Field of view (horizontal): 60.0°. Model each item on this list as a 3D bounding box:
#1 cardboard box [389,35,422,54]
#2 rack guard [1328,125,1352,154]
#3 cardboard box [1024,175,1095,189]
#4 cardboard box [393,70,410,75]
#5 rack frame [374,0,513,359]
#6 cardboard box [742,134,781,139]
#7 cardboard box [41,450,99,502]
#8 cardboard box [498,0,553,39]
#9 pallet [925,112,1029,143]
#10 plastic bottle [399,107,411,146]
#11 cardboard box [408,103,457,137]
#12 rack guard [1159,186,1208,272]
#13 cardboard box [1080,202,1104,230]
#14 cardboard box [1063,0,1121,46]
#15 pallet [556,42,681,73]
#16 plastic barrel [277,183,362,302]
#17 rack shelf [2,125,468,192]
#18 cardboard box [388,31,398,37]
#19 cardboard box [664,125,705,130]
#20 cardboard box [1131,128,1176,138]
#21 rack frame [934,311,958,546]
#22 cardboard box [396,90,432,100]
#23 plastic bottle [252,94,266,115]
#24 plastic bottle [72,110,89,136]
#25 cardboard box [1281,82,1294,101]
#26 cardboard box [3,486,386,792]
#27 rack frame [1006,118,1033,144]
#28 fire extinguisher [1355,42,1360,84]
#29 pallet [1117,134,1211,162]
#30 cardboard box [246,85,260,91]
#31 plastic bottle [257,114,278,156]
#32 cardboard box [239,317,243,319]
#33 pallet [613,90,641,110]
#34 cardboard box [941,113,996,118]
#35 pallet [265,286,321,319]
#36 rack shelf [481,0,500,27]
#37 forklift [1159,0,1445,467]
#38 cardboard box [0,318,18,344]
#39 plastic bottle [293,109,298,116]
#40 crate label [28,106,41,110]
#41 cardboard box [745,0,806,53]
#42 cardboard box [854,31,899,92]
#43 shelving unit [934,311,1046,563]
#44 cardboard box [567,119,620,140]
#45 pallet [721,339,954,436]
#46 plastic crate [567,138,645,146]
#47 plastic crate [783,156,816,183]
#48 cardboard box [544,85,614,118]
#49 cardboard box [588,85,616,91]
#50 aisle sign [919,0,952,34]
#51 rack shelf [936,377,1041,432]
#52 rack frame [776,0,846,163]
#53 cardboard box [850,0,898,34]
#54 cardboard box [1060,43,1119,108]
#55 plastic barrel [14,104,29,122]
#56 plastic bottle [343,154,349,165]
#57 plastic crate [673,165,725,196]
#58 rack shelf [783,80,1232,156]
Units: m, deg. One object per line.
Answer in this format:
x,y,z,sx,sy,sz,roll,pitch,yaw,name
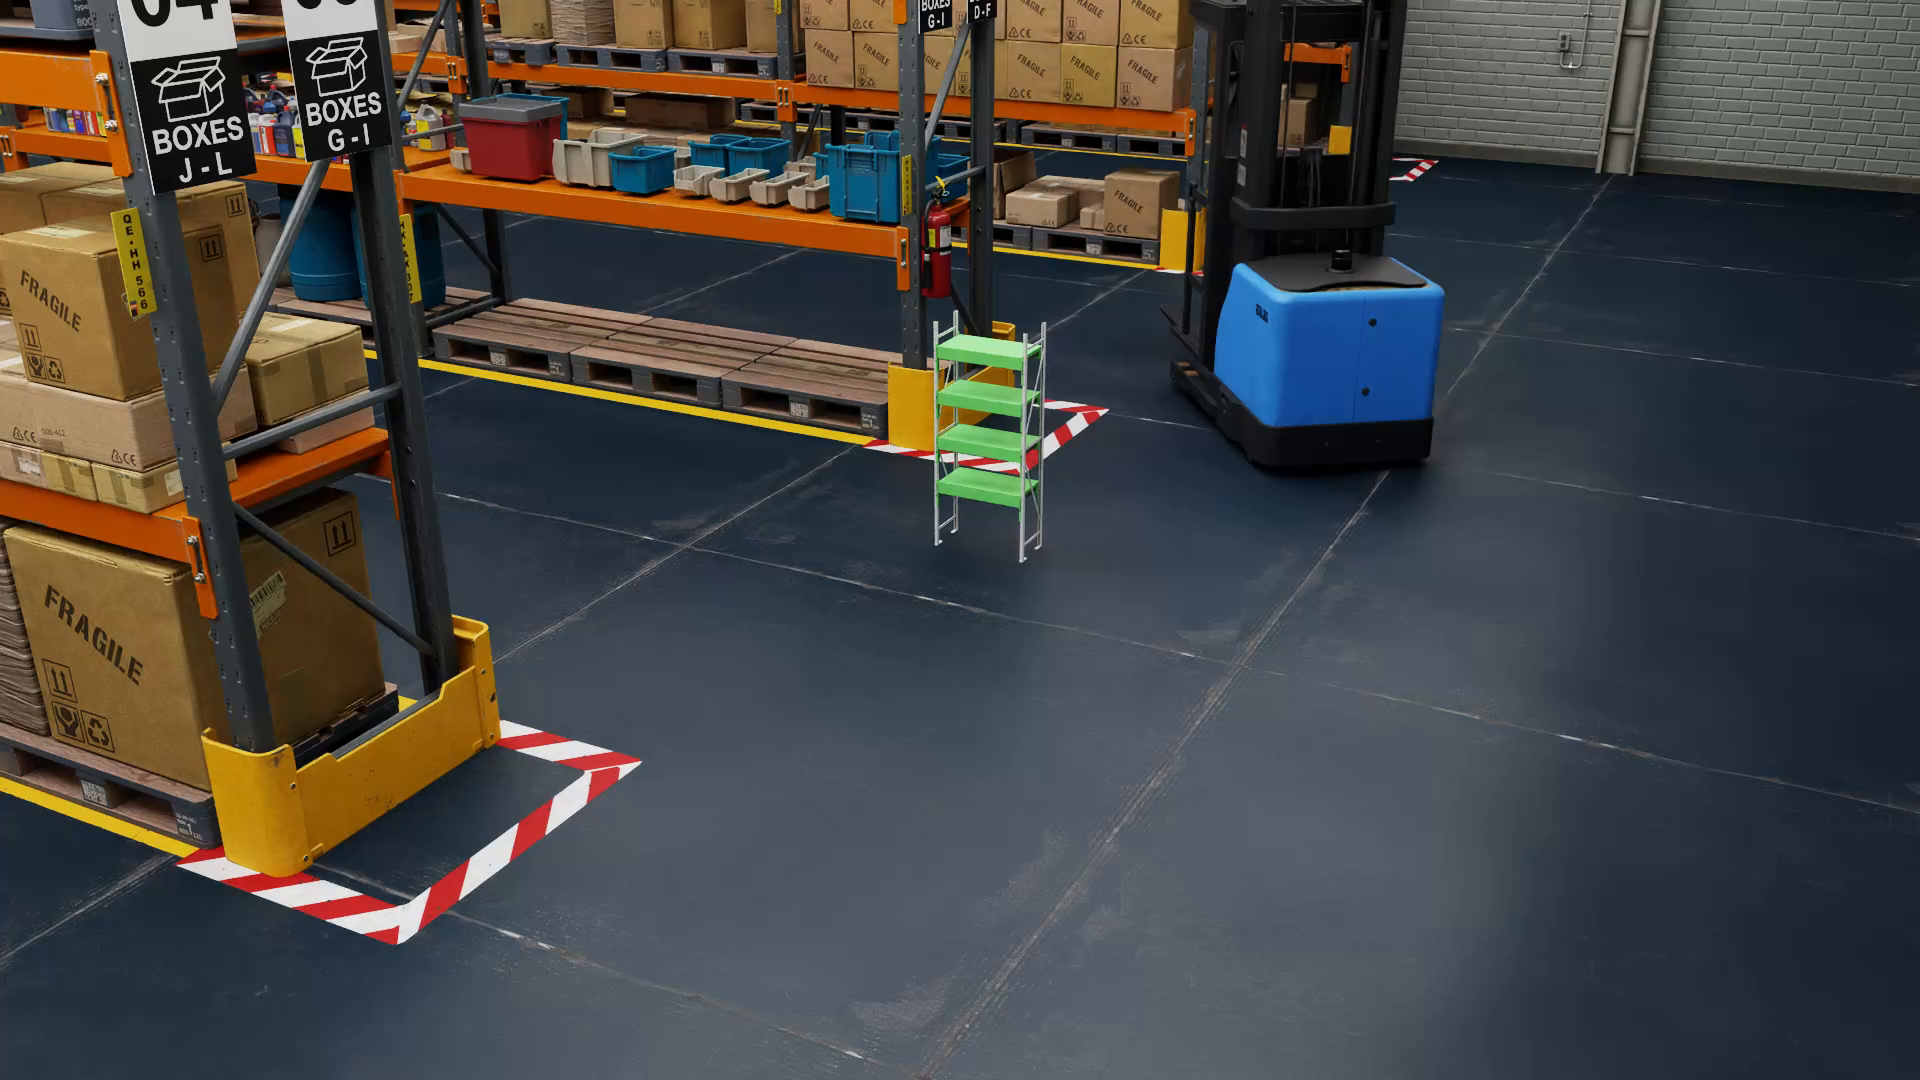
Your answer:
-5.896,-5.225,17.525,0.250,0.149,0.380,11,25,25,cardboard box
4.424,-4.442,18.556,0.348,0.500,1.175,11,25,25,rack guard
0.921,-3.175,15.333,0.500,0.250,0.500,11,25,25,cardboard box
-8.158,-7.073,24.180,0.500,0.500,0.700,10,25,21,cardboard box
-3.637,-2.843,11.602,0.127,3.000,1.000,11,25,25,rack frame
-1.968,-3.611,16.041,0.500,0.500,0.500,11,25,24,cardboard box
-3.001,-0.284,5.907,0.250,0.149,0.380,11,26,25,cardboard box
-4.356,-5.446,17.059,0.500,0.500,0.700,3,23,7,cardboard box
0.110,-5.130,20.542,1.213,0.211,1.003,11,25,25,pallet
-4.089,-3.052,12.259,0.097,0.271,0.097,0,23,0,plastic bottle
-5.547,-4.471,17.691,0.500,0.311,0.500,12,26,26,cardboard box
2.103,-2.729,14.528,0.348,0.500,1.175,11,25,25,rack guard
1.254,-2.877,14.741,0.250,0.166,0.380,11,25,25,cardboard box
1.199,-4.444,13.960,0.500,0.500,0.500,12,26,26,cardboard box
-3.231,-4.848,16.563,1.213,0.211,1.003,11,25,25,pallet
-4.747,-2.298,12.464,0.708,0.901,0.600,11,25,25,plastic barrel
-5.422,-2.865,12.573,4.000,0.370,1.077,11,25,25,rack shelf
-6.132,-5.368,17.862,0.250,0.149,0.380,13,26,28,cardboard box
-2.644,-3.976,16.898,0.500,0.500,0.500,12,26,25,cardboard box
2.358,-4.997,19.324,0.500,0.500,0.700,12,26,26,cardboard box
-0.070,-0.566,8.548,0.015,1.200,0.240,11,25,25,rack frame
-6.230,-4.840,18.559,0.500,0.311,0.500,10,25,23,cardboard box
-5.377,-3.294,12.811,0.133,0.283,0.061,11,25,25,plastic bottle
-6.694,-3.232,12.667,0.133,0.283,0.061,11,25,25,plastic bottle
3.536,-4.986,18.470,0.250,0.149,0.380,11,25,24,cardboard box
-2.909,0.293,6.407,0.875,0.875,0.875,11,25,25,cardboard box
0.833,-6.303,19.738,0.127,3.000,1.000,11,25,25,rack frame
4.329,-5.202,17.724,0.183,0.674,0.296,11,25,25,fire extinguisher
2.569,-4.643,19.398,1.213,0.211,1.003,11,25,25,pallet
-8.282,-5.011,18.960,0.500,0.311,0.500,11,26,25,cardboard box
-4.911,-2.896,11.886,0.135,0.276,0.152,11,25,25,plastic bottle
-3.075,-0.743,6.476,0.500,0.250,0.500,11,25,24,cardboard box
-4.518,-6.080,22.778,1.213,0.211,1.003,11,25,25,pallet
0.194,-5.576,20.240,0.750,0.750,0.750,12,26,25,cardboard box
-5.400,-1.925,13.008,1.213,0.211,1.003,11,25,25,pallet
-4.521,-7.031,22.370,4.000,0.370,1.077,11,25,25,rack shelf
2.028,-2.314,10.446,1.130,2.935,3.031,-3,23,-8,forklift
-3.761,-0.647,6.250,0.500,0.250,0.500,10,25,23,cardboard box
-4.705,-2.951,11.920,0.185,0.351,0.144,11,25,25,plastic bottle
-7.971,-3.835,13.891,0.616,0.435,0.502,11,25,25,crate label
-1.721,-4.973,15.947,0.500,0.500,0.700,3,23,7,cardboard box
-0.608,-4.344,15.003,0.500,0.500,0.500,12,26,25,cardboard box
0.148,-0.523,8.446,0.503,1.200,0.258,11,25,25,shelving unit
-3.776,-3.970,16.883,0.500,0.500,0.500,11,25,24,cardboard box
-0.786,-1.013,10.861,1.213,0.211,1.003,11,25,25,pallet
-2.517,-2.640,11.400,0.590,0.125,0.437,11,25,25,plastic crate
-0.993,-2.407,10.837,0.298,0.136,0.250,11,25,25,plastic crate
-3.976,-4.584,17.370,0.500,0.250,0.500,12,26,27,cardboard box
-4.721,-6.466,22.753,0.500,0.500,0.700,12,26,25,cardboard box
-0.135,-3.218,9.162,0.004,0.787,0.394,11,25,25,aisle sign
0.148,-0.685,8.378,0.480,0.148,0.258,11,25,25,rack shelf
-1.399,-4.572,15.668,0.127,3.000,1.000,11,25,25,rack frame
-0.644,-4.806,14.813,0.500,0.500,0.500,10,25,23,cardboard box
1.184,-3.986,14.163,0.500,0.500,0.500,11,26,25,cardboard box
-7.757,-3.588,13.180,0.708,0.536,0.600,11,25,25,plastic barrel
-4.250,-2.719,11.565,0.097,0.201,0.097,0,23,0,plastic bottle
-1.661,-2.266,10.506,0.250,0.136,0.298,11,25,25,plastic crate
0.386,-3.888,14.979,4.000,0.370,1.077,11,25,25,rack shelf
